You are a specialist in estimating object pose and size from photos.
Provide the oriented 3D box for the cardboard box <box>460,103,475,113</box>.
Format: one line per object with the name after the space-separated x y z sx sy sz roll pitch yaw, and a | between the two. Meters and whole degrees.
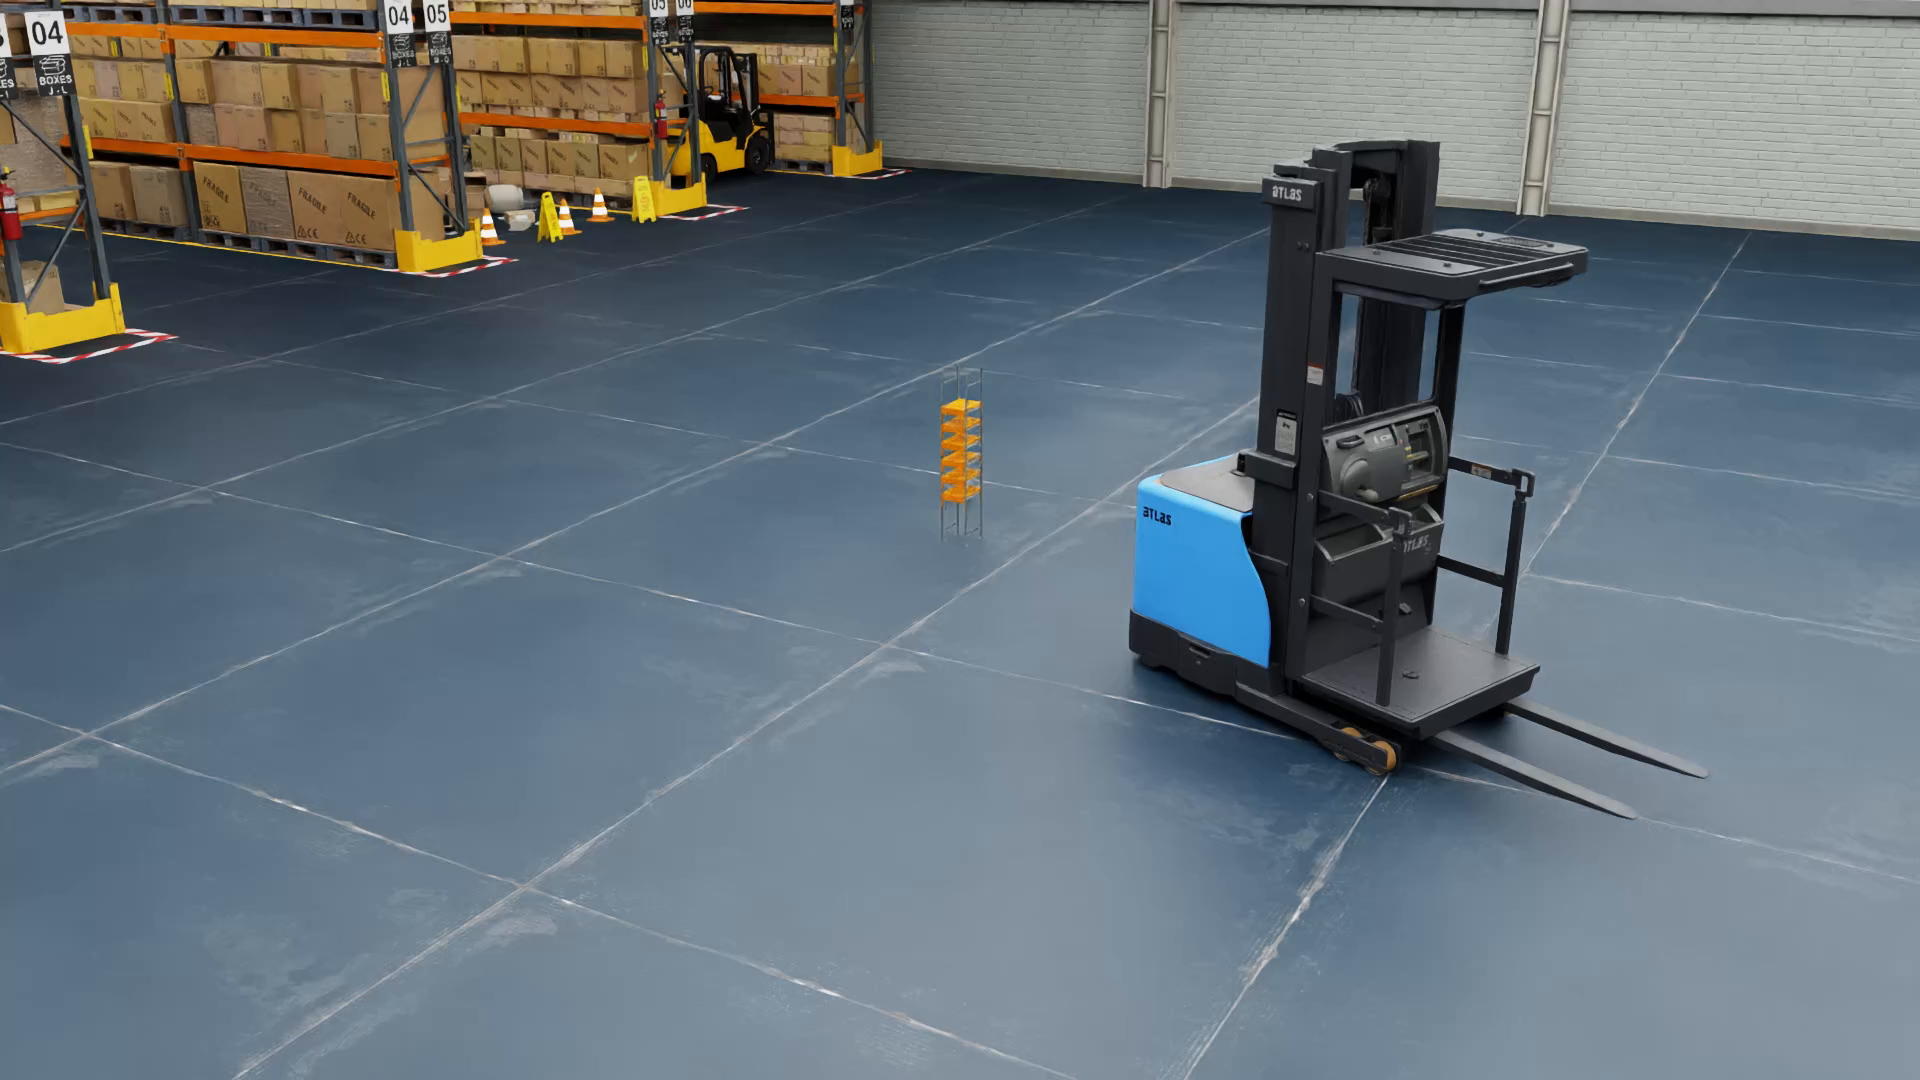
-7.602 -6.784 26.037 0.250 0.149 0.380 11 23 27 | cardboard box

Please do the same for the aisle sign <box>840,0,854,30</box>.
-1.896 -8.987 27.929 0.004 0.787 0.394 11 23 27 | aisle sign

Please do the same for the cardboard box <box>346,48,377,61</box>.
-9.574 -7.699 26.993 0.500 0.500 0.500 10 22 25 | cardboard box

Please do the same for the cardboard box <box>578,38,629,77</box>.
-5.219 -7.148 24.623 0.500 0.500 0.700 11 23 28 | cardboard box

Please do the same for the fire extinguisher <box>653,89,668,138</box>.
-4.353 -6.192 24.150 0.183 0.674 0.296 11 23 27 | fire extinguisher

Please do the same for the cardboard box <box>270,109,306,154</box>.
-8.301 -5.304 21.370 0.500 0.550 0.875 11 23 27 | cardboard box

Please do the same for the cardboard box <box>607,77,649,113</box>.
-4.836 -6.580 24.523 0.500 0.500 0.500 10 22 26 | cardboard box

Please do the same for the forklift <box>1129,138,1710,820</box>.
2.275 -0.413 8.205 1.130 2.935 3.031 -15 25 -36 | forklift

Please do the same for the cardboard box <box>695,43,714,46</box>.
-4.495 -8.749 29.551 0.250 0.149 0.380 11 23 28 | cardboard box

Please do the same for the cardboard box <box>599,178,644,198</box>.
-5.086 -5.348 25.126 0.500 0.250 0.500 11 23 27 | cardboard box

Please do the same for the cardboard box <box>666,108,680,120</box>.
-4.424 -6.385 24.936 0.250 0.149 0.380 11 23 28 | cardboard box

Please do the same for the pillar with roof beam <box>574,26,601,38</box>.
-9.316 -10.784 27.897 0.400 9.000 9.100 11 23 27 | pillar with roof beam

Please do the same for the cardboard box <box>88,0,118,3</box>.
-11.231 -7.284 22.104 0.500 0.250 0.500 11 22 27 | cardboard box

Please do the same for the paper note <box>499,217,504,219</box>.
-6.692 -4.734 24.389 0.148 0.019 0.142 -16 26 -38 | paper note

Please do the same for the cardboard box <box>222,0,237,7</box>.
-9.005 -6.766 20.825 0.250 0.149 0.380 10 22 26 | cardboard box

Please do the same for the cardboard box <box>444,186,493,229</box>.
-6.996 -4.750 23.721 0.637 0.503 0.797 -4 20 -10 | cardboard box

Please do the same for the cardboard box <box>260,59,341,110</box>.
-8.333 -5.793 21.132 0.500 0.550 0.875 11 23 27 | cardboard box

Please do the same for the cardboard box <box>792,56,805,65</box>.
-2.684 -8.284 28.707 0.250 0.149 0.380 11 23 28 | cardboard box

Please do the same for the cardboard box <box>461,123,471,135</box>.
-9.701 -8.309 32.921 0.500 0.500 0.500 10 22 26 | cardboard box

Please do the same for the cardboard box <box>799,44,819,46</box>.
-2.658 -8.613 29.177 0.250 0.149 0.380 11 23 28 | cardboard box

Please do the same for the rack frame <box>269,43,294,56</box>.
-11.212 -7.715 28.236 0.127 3.000 1.000 11 23 27 | rack frame

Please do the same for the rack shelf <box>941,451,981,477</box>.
0.013 -0.520 11.169 0.180 0.103 0.258 11 23 27 | rack shelf

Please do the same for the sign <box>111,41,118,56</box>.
-14.974 -8.659 29.452 0.005 0.325 0.100 11 23 27 | sign

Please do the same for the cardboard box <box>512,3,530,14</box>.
-6.485 -7.977 24.926 0.250 0.149 0.380 10 22 26 | cardboard box

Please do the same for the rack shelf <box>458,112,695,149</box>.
-5.974 -6.379 25.608 4.000 0.370 1.077 11 23 27 | rack shelf

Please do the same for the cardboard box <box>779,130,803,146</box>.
-2.821 -7.078 29.161 0.500 0.250 0.500 11 22 27 | cardboard box

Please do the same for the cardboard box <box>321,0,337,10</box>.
-7.454 -6.470 20.010 0.250 0.149 0.380 11 23 28 | cardboard box

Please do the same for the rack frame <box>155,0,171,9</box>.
-10.046 -8.380 21.270 0.127 3.000 1.000 11 23 27 | rack frame

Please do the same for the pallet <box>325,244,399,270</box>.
-7.290 -3.693 21.237 1.213 0.211 1.003 11 23 27 | pallet

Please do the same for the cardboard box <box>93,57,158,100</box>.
-11.373 -6.327 22.794 0.500 0.500 0.700 11 23 28 | cardboard box

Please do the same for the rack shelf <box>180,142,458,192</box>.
-8.300 -4.889 21.499 4.000 0.370 1.077 11 23 27 | rack shelf

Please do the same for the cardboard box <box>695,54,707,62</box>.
-4.506 -8.608 29.599 0.250 0.149 0.380 11 23 28 | cardboard box

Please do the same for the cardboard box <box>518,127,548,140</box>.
-6.571 -6.266 25.607 0.250 0.149 0.380 12 23 30 | cardboard box

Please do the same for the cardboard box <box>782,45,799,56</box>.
-2.879 -8.483 28.817 0.250 0.149 0.380 11 23 28 | cardboard box

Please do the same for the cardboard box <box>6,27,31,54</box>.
-9.356 -4.931 16.382 0.500 0.250 0.500 12 23 29 | cardboard box

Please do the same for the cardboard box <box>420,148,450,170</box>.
-8.809 -6.217 27.343 0.625 0.372 0.950 12 23 31 | cardboard box

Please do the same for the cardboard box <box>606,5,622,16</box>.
-4.909 -7.685 24.120 0.250 0.149 0.380 11 23 28 | cardboard box

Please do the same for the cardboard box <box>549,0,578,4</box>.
-5.700 -8.038 24.510 0.500 0.250 0.500 12 23 29 | cardboard box

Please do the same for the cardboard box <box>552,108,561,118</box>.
-5.984 -6.525 25.323 0.250 0.149 0.380 11 23 27 | cardboard box

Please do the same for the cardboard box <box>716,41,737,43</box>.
-4.191 -8.940 30.078 0.250 0.149 0.380 10 22 26 | cardboard box

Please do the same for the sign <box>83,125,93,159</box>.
-8.797 -4.003 16.733 0.005 0.325 0.100 11 23 27 | sign

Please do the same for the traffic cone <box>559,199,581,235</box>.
-5.477 -4.493 23.072 0.334 0.463 0.336 11 23 27 | traffic cone

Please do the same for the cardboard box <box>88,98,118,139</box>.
-11.514 -5.782 22.759 0.500 0.500 0.500 11 23 28 | cardboard box

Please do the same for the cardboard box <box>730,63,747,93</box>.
-3.708 -8.168 29.338 0.500 0.500 0.500 11 23 28 | cardboard box

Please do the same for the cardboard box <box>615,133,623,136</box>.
-6.437 -7.824 31.403 0.625 0.625 0.875 11 22 27 | cardboard box

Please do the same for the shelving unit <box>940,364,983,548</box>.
0.013 -0.562 11.154 0.189 1.200 0.258 11 23 27 | shelving unit

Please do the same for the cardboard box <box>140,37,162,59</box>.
-14.003 -8.662 29.234 0.500 0.500 0.500 11 22 27 | cardboard box

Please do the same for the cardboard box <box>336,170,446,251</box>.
-7.178 -4.186 21.007 0.875 0.875 0.875 11 23 28 | cardboard box

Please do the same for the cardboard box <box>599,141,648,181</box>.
-5.055 -5.698 24.991 0.500 0.500 0.500 11 23 28 | cardboard box
